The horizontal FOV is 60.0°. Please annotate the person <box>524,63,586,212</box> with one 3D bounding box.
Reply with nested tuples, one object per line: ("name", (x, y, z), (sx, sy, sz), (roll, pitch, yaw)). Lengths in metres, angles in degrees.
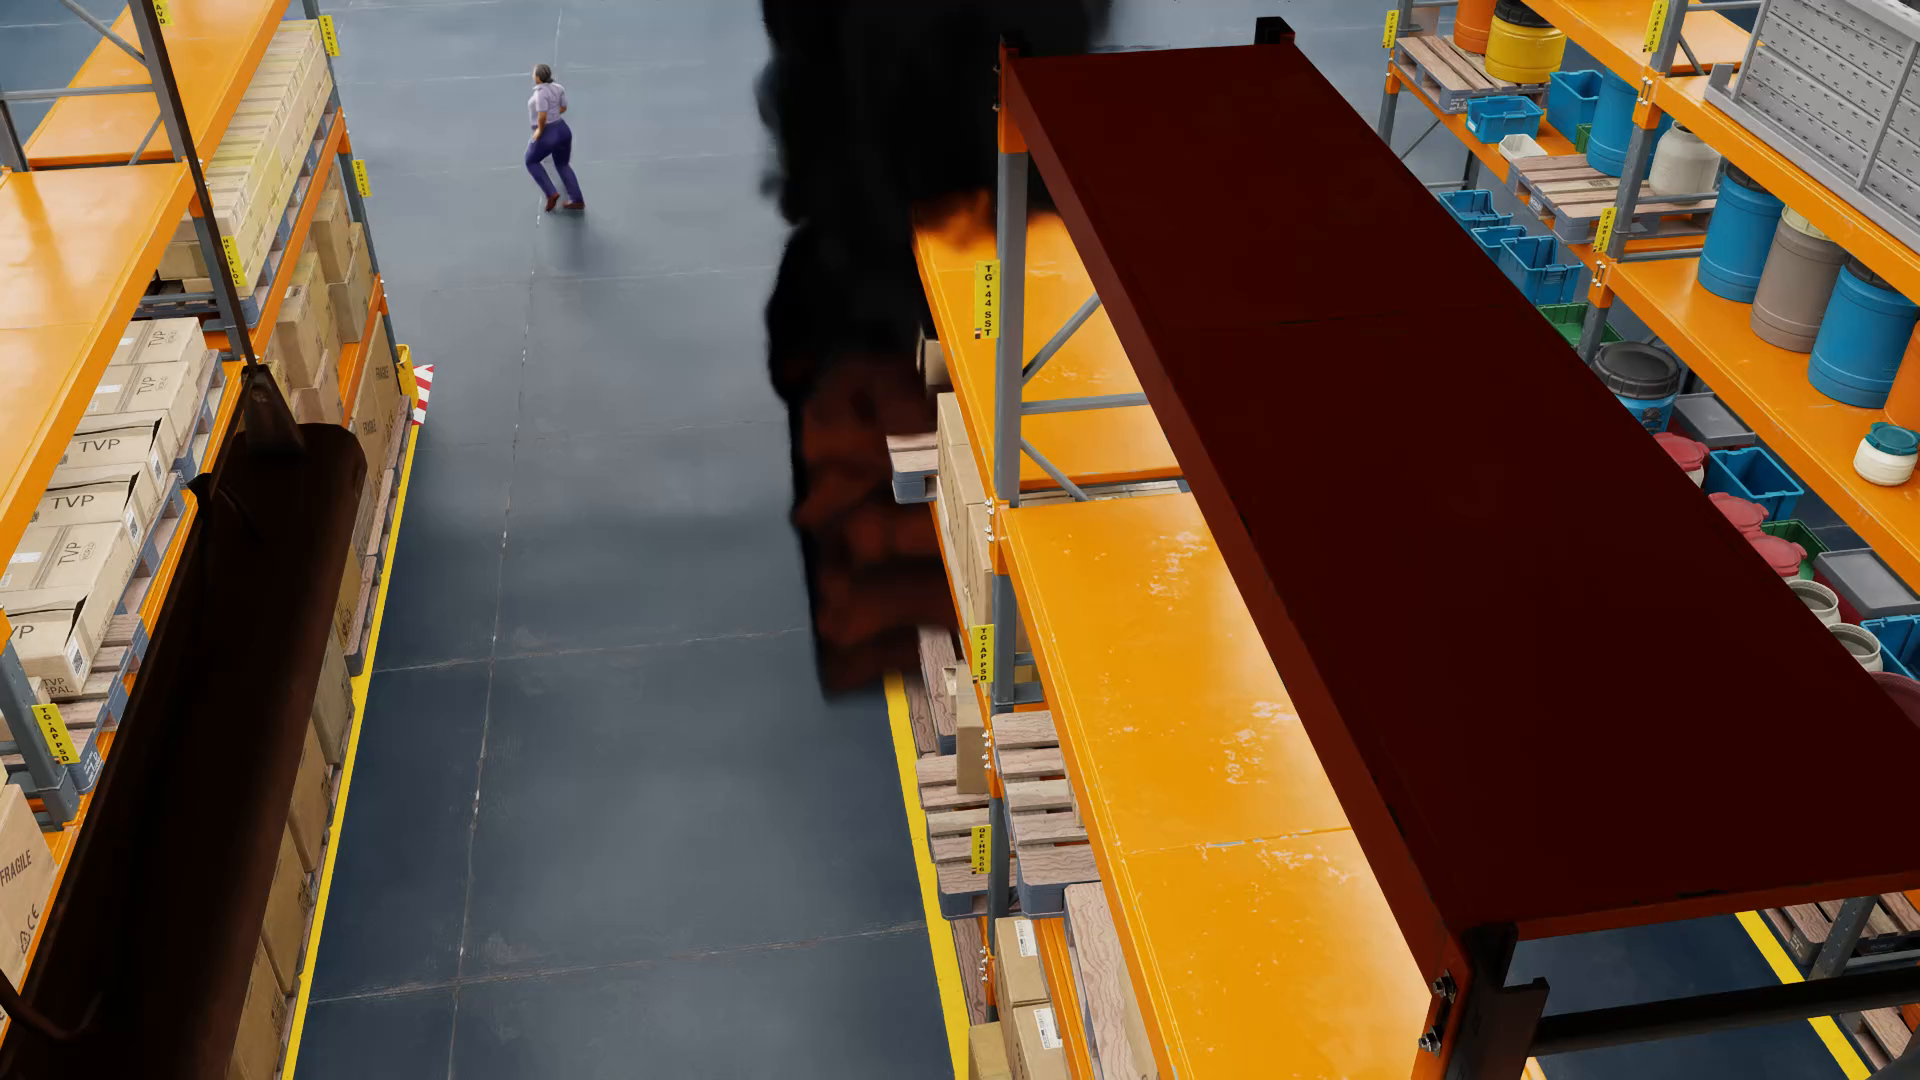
("person", (-4.447, -4.348, 18.012), (0.685, 1.662, 0.580), (21, 41, 26))
